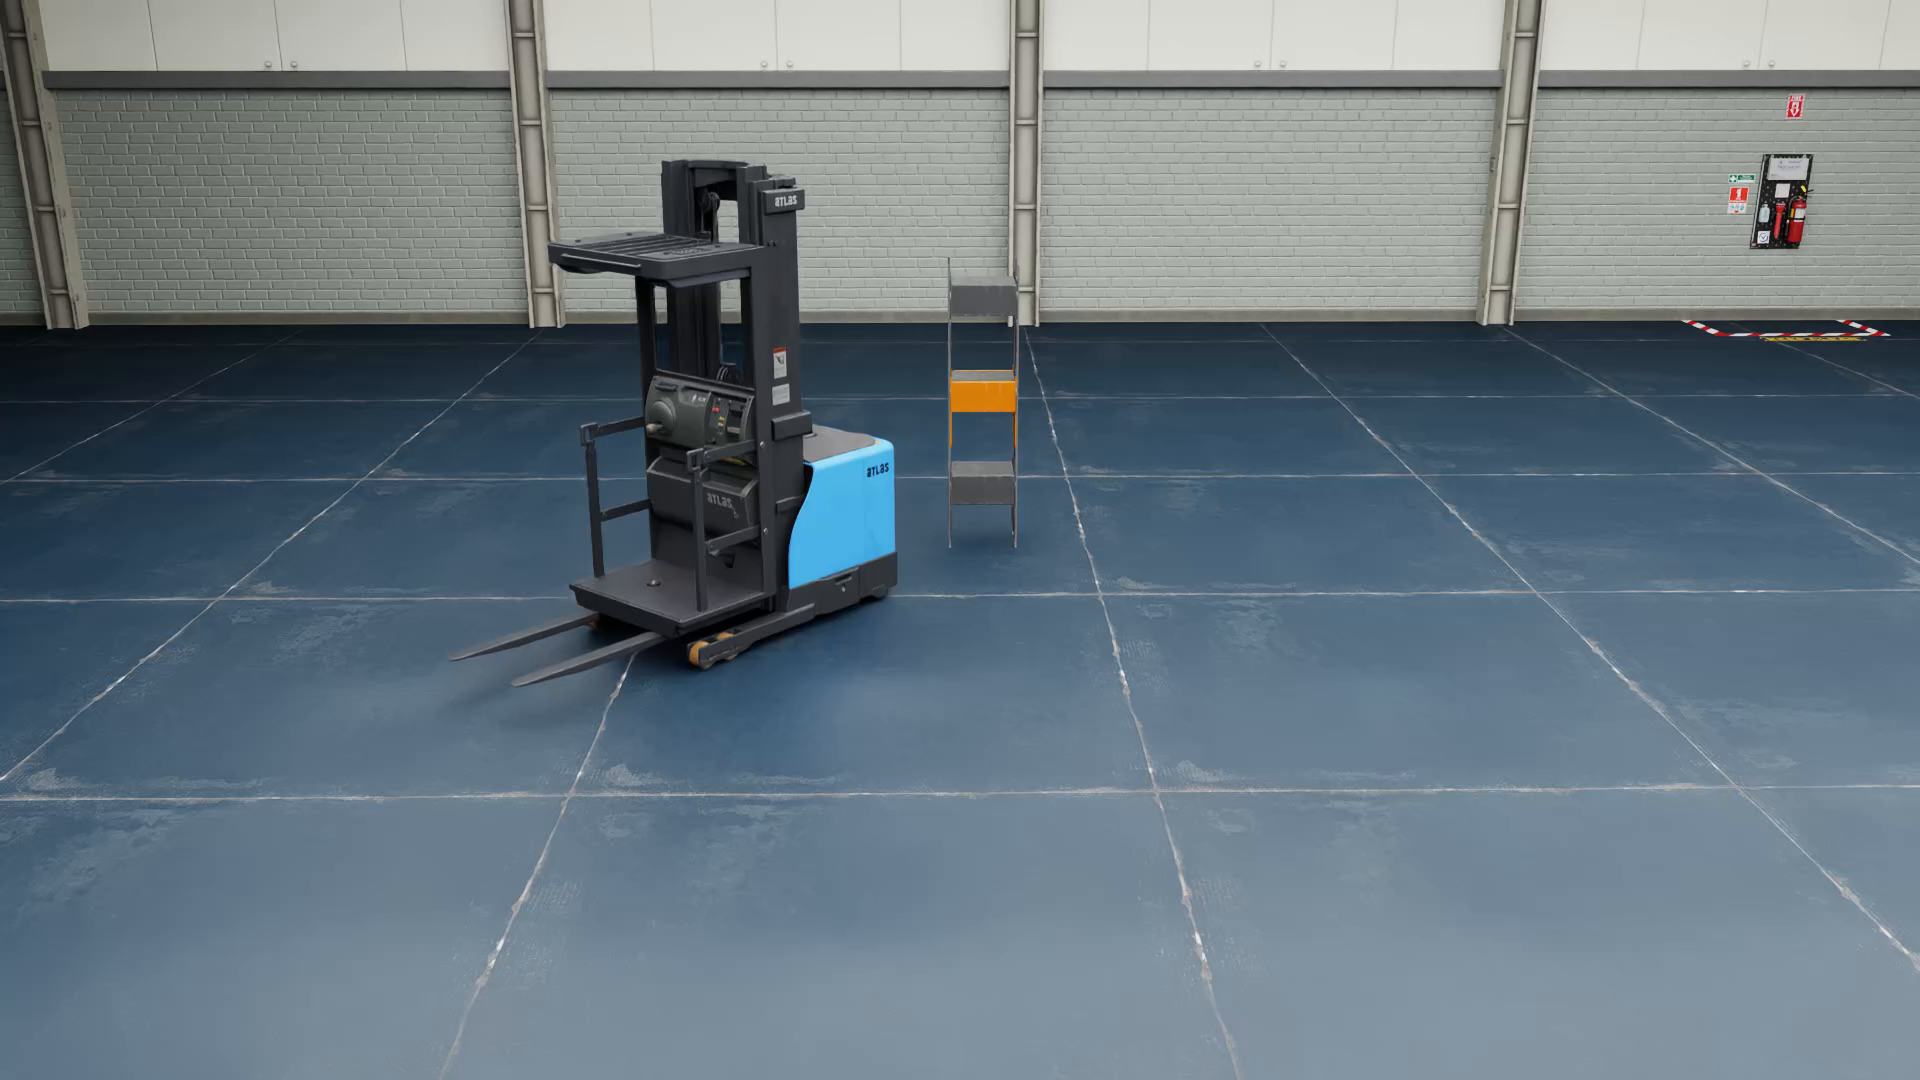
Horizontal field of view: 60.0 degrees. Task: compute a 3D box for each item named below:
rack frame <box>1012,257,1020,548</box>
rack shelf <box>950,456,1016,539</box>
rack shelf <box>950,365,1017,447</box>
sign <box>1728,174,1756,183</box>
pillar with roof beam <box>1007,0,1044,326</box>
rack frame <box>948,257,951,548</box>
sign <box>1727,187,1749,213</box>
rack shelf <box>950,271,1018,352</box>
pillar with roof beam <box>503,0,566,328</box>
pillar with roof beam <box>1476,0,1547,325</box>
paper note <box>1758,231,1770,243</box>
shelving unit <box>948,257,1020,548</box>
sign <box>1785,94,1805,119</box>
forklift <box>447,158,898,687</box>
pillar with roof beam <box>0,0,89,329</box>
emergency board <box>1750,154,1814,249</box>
[{"bbox_3d":[0.409,-1.002,12.233,0.015,2.100,0.400,0,18,-1],"label":"rack frame"},{"bbox_3d":[0.166,-0.321,12.447,0.480,0.518,0.431,0,18,-1],"label":"rack shelf"},{"bbox_3d":[0.166,-0.988,12.233,0.480,0.518,0.431,0,18,-1],"label":"rack shelf"},{"bbox_3d":[9.777,-4.518,20.794,0.331,0.109,0.001,0,18,-1],"label":"sign"},{"bbox_3d":[0.868,-5.706,15.604,0.400,9.000,9.100,0,18,-1],"label":"pillar with roof beam"},{"bbox_3d":[-0.078,-0.999,12.226,0.015,2.100,0.400,0,18,-1],"label":"rack frame"},{"bbox_3d":[9.772,-4.268,20.883,0.234,0.329,0.001,0,18,-1],"label":"sign"},{"bbox_3d":[0.166,-1.654,12.020,0.480,0.518,0.431,0,18,-1],"label":"rack shelf"},{"bbox_3d":[-5.131,-5.678,15.514,0.400,9.000,9.100,0,18,-1],"label":"pillar with roof beam"},{"bbox_3d":[6.867,-5.735,15.695,0.400,9.000,9.100,0,18,-1],"label":"pillar with roof beam"},{"bbox_3d":[10.149,-3.823,20.997,0.142,0.148,0.016,0,18,-1],"label":"paper note"},{"bbox_3d":[0.166,-1.001,12.229,0.503,2.100,0.431,0,18,-1],"label":"shelving unit"},{"bbox_3d":[10.317,-5.356,20.540,0.199,0.298,0.001,0,18,-1],"label":"sign"},{"bbox_3d":[-1.761,-0.785,10.196,1.130,2.935,3.031,14,23,38],"label":"forklift"},{"bbox_3d":[-11.131,-5.649,15.424,0.400,9.000,9.100,0,18,-1],"label":"pillar with roof beam"},{"bbox_3d":[10.327,-4.222,20.799,0.643,1.169,0.194,0,18,-1],"label":"emergency board"}]
